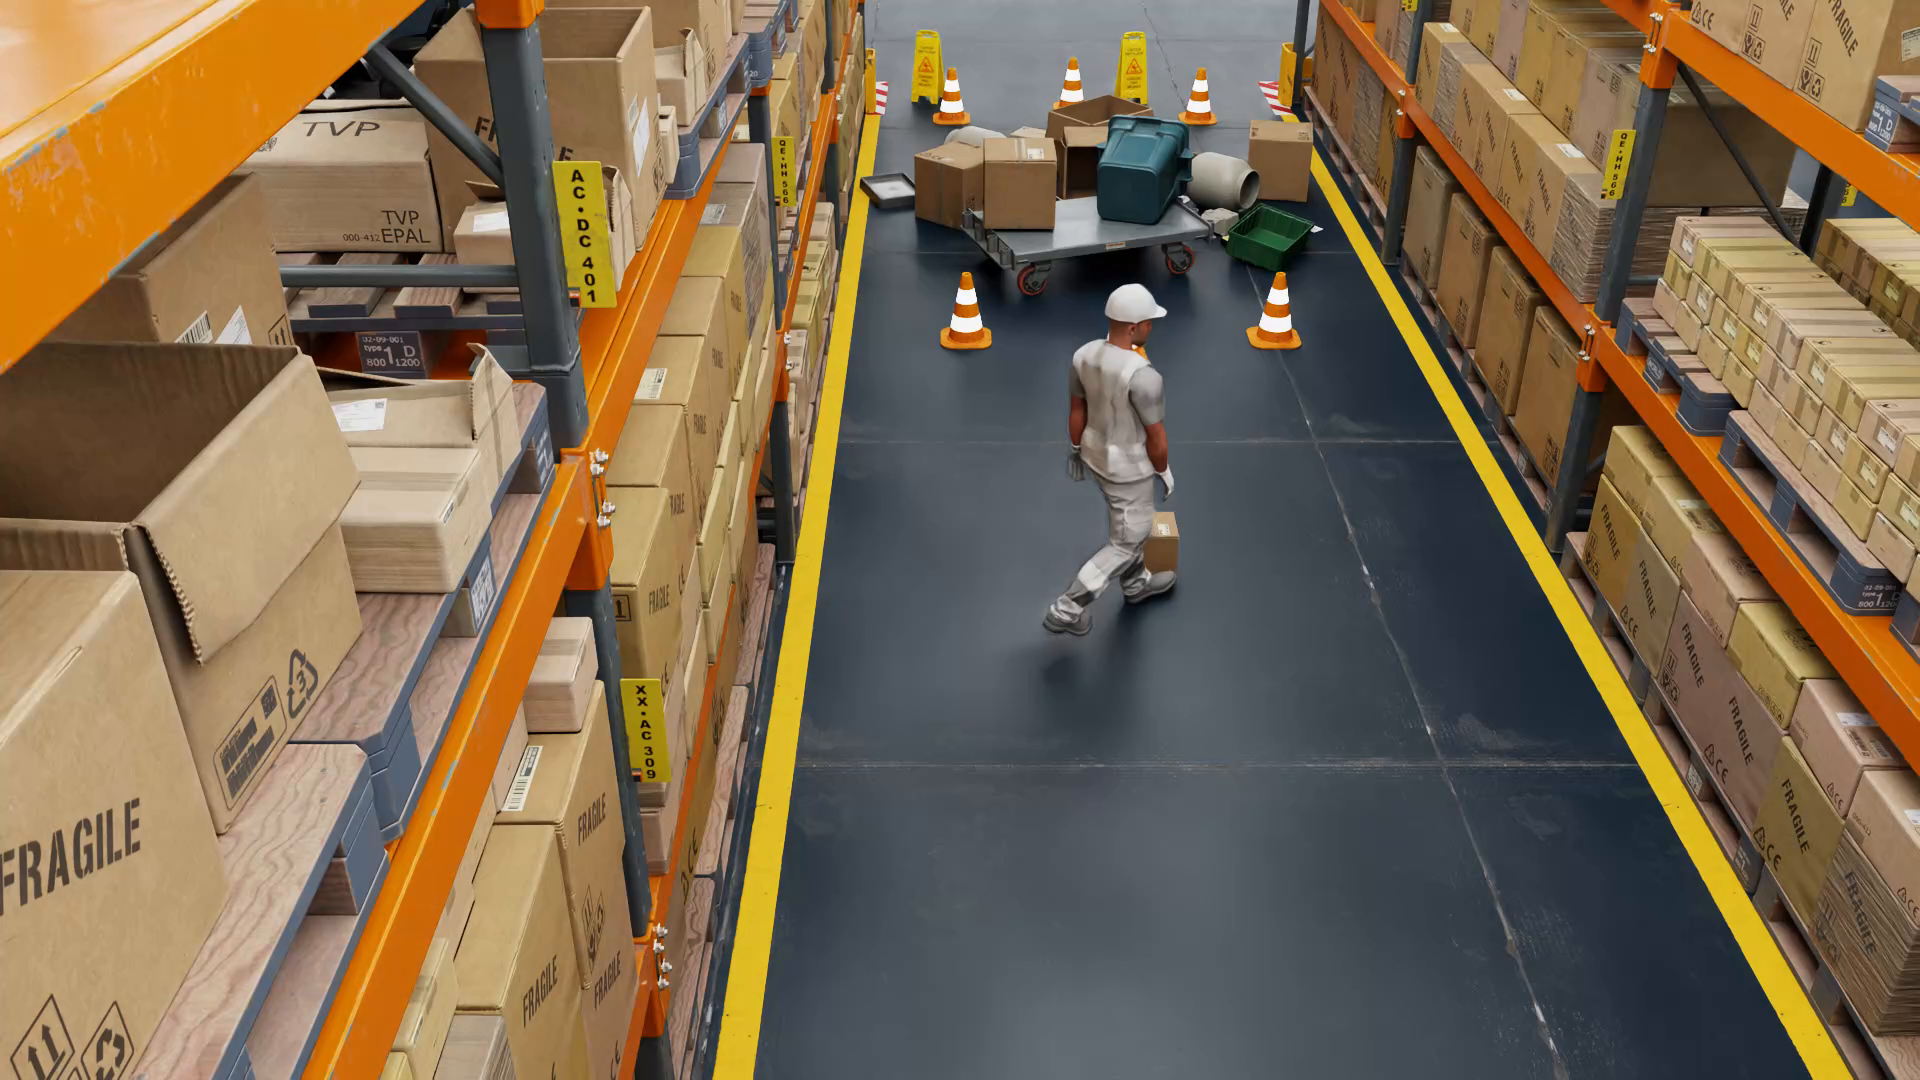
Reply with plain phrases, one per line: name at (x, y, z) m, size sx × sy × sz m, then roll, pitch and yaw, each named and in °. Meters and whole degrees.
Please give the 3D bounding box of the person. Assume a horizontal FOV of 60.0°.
person at (13.387, -4.509, 14.602) m, size 30.890 × 1.722 × 8.237 m, roll -17°, pitch 35°, yaw -26°
